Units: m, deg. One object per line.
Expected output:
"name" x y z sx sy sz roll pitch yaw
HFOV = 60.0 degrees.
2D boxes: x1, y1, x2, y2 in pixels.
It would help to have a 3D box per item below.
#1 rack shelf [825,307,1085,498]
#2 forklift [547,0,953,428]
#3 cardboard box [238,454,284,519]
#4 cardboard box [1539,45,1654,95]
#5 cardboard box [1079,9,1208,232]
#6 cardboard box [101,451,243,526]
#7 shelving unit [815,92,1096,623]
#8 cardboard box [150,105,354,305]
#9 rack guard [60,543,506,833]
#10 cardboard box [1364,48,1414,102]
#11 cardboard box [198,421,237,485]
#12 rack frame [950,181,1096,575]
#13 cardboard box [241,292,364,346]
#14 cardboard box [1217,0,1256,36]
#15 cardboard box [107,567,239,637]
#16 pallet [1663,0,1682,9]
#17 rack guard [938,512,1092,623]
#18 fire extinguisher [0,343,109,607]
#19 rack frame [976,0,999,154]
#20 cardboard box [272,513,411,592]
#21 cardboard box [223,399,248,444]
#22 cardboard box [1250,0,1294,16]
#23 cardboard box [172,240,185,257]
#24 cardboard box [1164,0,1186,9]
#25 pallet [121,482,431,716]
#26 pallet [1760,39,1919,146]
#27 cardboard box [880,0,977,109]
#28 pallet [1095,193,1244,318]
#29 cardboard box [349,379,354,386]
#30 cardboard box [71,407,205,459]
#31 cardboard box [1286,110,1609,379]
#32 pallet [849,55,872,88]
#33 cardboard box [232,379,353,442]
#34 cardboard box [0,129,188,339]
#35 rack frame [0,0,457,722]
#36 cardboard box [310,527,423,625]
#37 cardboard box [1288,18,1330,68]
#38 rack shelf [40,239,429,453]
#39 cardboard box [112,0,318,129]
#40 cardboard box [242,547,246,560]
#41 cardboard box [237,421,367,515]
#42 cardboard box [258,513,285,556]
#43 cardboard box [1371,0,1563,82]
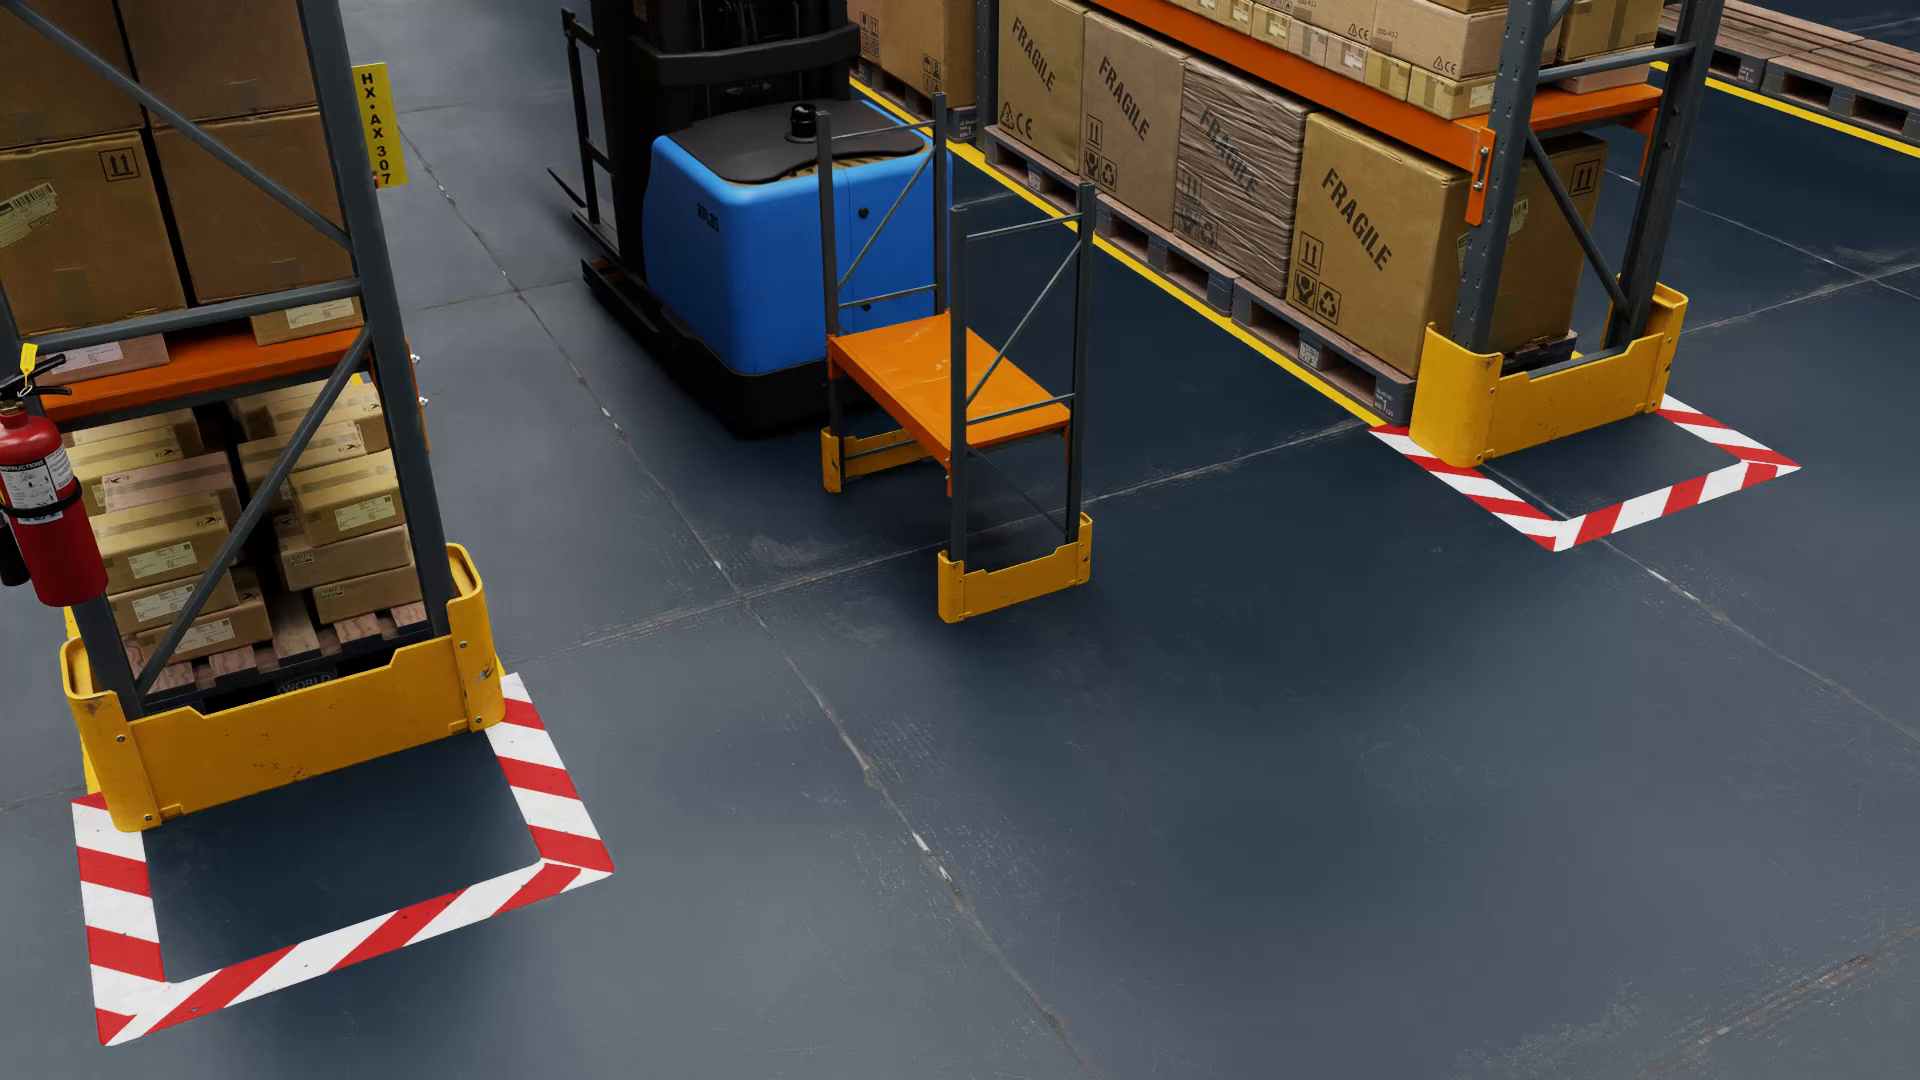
"rack shelf" -0.040 -0.521 6.006 0.538 0.185 1.000 -16 36 -23
"forklift" -1.187 -2.462 7.377 1.130 2.935 3.031 -17 37 -25
"cardboard box" -2.293 -0.236 5.815 0.380 0.149 0.250 -15 36 -23
"cardboard box" 2.556 -1.926 6.709 0.380 0.149 0.250 -15 36 -23
"cardboard box" 1.221 -2.206 8.493 0.875 0.875 0.875 -16 36 -23
"cardboard box" -2.543 -0.130 5.375 0.380 0.149 0.250 -15 36 -22
"shelving unit" -0.036 -0.668 5.902 0.587 1.500 1.083 -16 36 -23
"cardboard box" -1.970 -1.031 4.710 0.500 0.500 0.500 -14 35 -21
"rack guard" -2.041 0.436 5.106 1.175 0.500 0.348 -16 36 -23
"cardboard box" 1.849 -1.884 6.643 0.380 0.149 0.250 -15 36 -23
"cardboard box" -2.782 -0.264 5.858 0.380 0.149 0.250 -16 36 -24
"rack frame" 0.197 -0.430 5.530 0.500 1.500 0.032 -16 36 -23
"cardboard box" -1.867 -0.711 4.813 0.380 0.149 0.250 -16 36 -23
"cardboard box" 1.373 -2.371 7.404 0.380 0.149 0.250 -16 36 -23
"cardboard box" -2.504 0.138 5.231 0.380 0.149 0.250 -17 36 -24
"pallet" 4.623 -4.139 12.514 1.003 0.211 1.213 -16 36 -23
"rack guard" 0.197 0.096 5.868 0.587 0.250 0.087 -16 36 -23
"fire extinguisher" -2.296 -0.154 4.127 0.296 0.674 0.183 -16 36 -23
"rack frame" 0.564 -3.688 9.226 1.000 3.000 0.127 -16 36 -23
"cardboard box" -2.023 0.004 5.441 0.380 0.149 0.250 -14 35 -21
"cardboard box" -2.524 -0.488 6.209 0.380 0.149 0.250 -18 37 -25
"cardboard box" 1.495 -2.491 7.221 0.500 0.250 0.500 -17 36 -25
"cardboard box" -2.342 -1.054 5.347 0.380 0.149 0.250 -14 35 -21
"cardboard box" 1.136 -2.614 7.783 0.380 0.149 0.250 -17 36 -24
"pallet" -2.388 0.161 5.803 1.003 0.211 1.213 -16 36 -23
"pallet" 5.896 -2.836 10.481 1.003 0.211 1.213 -16 36 -23
"cardboard box" 0.248 -3.271 10.155 1.225 0.875 0.875 -16 36 -23
"pallet" 1.423 -1.549 8.472 1.003 0.211 1.213 -16 36 -23
"cardboard box" -2.548 -0.496 6.497 0.380 0.149 0.250 -18 37 -25
"cardboard box" -2.841 -0.361 5.735 0.380 0.149 0.250 -17 37 -25
"cardboard box" 2.060 -1.347 7.152 0.875 0.875 0.875 -16 36 -23
"pallet" -0.435 -3.446 11.434 1.003 0.211 1.213 -16 36 -23
"cardboard box" -2.377 -0.494 5.942 0.380 0.149 0.250 -18 37 -25
"cardboard box" -2.443 -0.897 4.501 0.500 0.500 0.500 -15 36 -22
"rack frame" -2.006 -0.580 4.375 1.000 3.000 0.127 -16 36 -23
"cardboard box" -1.967 0.113 5.547 0.380 0.149 0.250 -15 36 -22
"cardboard box" 1.617 -2.124 7.018 0.380 0.149 0.250 -15 36 -22
"rack shelf" -2.938 -1.232 6.059 1.077 0.370 4.000 -16 36 -23
"cardboard box" -1.980 -1.449 4.437 0.500 0.500 0.500 -16 36 -23
"cardboard box" -2.692 0.000 5.723 0.380 0.149 0.250 -16 36 -23
"cardboard box" -2.184 -0.244 5.552 0.380 0.149 0.250 -15 36 -22
"cardboard box" -2.283 -0.108 5.892 0.380 0.149 0.250 -15 36 -23
"cardboard box" 1.969 -2.006 6.464 0.500 0.250 0.500 -16 36 -24
